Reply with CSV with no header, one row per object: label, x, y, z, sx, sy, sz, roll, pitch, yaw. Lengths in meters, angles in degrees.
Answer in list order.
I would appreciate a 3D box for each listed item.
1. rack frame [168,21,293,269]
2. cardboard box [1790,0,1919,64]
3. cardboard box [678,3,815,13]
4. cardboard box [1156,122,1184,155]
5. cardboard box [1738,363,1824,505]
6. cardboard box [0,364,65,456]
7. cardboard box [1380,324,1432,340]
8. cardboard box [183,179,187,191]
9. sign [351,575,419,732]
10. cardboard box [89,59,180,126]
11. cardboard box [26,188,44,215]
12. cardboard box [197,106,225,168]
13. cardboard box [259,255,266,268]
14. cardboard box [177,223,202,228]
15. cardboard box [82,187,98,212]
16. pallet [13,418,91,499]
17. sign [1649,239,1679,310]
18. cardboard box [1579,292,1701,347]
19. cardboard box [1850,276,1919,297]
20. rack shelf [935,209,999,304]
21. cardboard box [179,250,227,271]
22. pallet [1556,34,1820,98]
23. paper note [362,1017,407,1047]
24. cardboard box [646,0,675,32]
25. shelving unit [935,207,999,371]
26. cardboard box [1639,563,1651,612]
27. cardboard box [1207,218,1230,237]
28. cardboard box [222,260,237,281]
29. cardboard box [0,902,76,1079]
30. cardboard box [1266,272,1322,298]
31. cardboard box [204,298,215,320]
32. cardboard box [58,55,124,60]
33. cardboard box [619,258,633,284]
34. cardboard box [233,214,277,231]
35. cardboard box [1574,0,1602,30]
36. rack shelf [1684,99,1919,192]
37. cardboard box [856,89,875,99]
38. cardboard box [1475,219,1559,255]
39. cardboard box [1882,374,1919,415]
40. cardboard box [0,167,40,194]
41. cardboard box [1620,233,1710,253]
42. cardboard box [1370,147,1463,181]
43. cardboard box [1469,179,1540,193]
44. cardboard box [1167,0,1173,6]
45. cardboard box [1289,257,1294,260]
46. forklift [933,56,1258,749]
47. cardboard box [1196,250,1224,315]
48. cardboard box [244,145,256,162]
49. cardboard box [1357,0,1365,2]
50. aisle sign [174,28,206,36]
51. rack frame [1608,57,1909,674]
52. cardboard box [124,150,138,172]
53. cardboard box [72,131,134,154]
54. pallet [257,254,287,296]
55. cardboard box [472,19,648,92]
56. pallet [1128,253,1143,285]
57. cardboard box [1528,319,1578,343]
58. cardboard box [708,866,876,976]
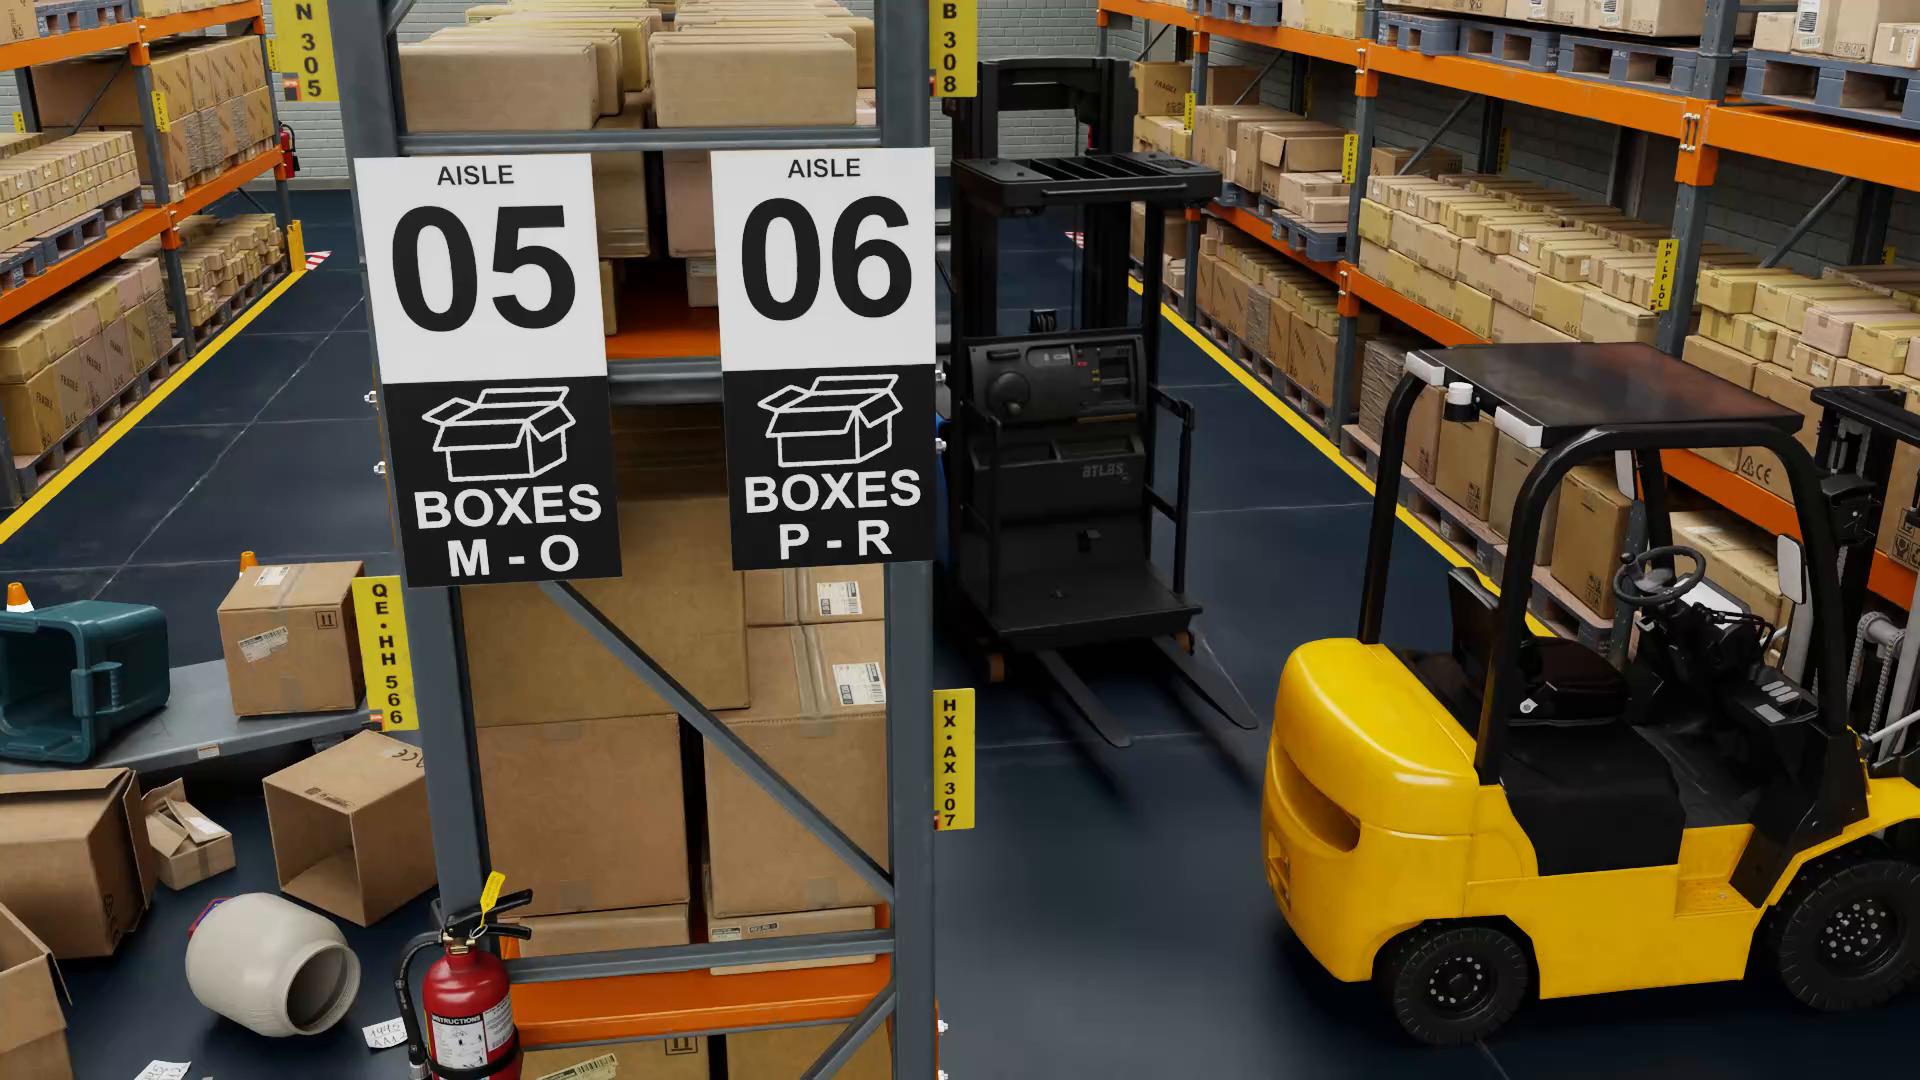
rack frame,-7.747,-4.363,17.610,1.000,3.000,0.127,-3,21,-8
cardboard box,3.657,-2.051,6.517,0.500,0.311,0.500,-2,21,-7
cardboard box,-0.594,-1.431,4.691,0.380,0.149,0.250,-2,21,-7
cardboard box,2.223,-3.920,16.214,0.500,0.250,0.500,-3,21,-8
cardboard box,3.675,-0.445,6.977,0.500,0.500,0.500,-3,21,-7
cardboard box,-6.443,-0.876,11.248,0.500,0.500,0.500,-4,21,-10
cardboard box,3.418,-1.315,12.422,0.500,0.500,0.500,-2,21,-6
cardboard box,-7.088,-3.150,14.722,0.380,0.149,0.250,-4,21,-10
sign,-1.108,0.223,3.226,0.100,0.325,0.005,-3,21,-8
cardboard box,-6.994,-3.801,14.109,0.500,0.500,0.500,-2,21,-6
cardboard box,-6.619,-2.348,11.550,0.380,0.149,0.250,-3,21,-8
cardboard box,-7.107,-3.695,15.255,0.500,0.500,0.500,-3,21,-9
cardboard box,-7.374,-2.872,17.094,0.380,0.149,0.250,-3,21,-8
cardboard box,-7.939,-3.121,16.909,0.380,0.149,0.250,-3,21,-8
cardboard box,-6.763,-2.570,12.569,0.380,0.149,0.250,-4,21,-10
pallet,-6.705,-0.557,11.406,1.003,0.211,1.213,-3,21,-8
sign,3.243,-1.219,7.651,0.100,0.325,0.005,-3,21,-8
cardboard box,3.455,-1.065,8.281,0.500,0.250,0.500,-3,21,-9
cardboard box,4.119,-1.050,7.245,0.380,0.149,0.250,-3,21,-9
rack shelf,-0.024,-1.684,9.762,0.431,0.518,0.480,-3,21,-8
cardboard box,-7.097,-2.612,15.547,0.380,0.149,0.250,-2,21,-7
pallet,3.638,-2.365,8.246,0.805,0.209,1.217,-4,21,-10
paper note,-1.955,1.679,5.677,0.142,0.019,0.148,-11,23,-26
cardboard box,-1.360,-2.219,7.198,0.500,0.250,0.500,-3,21,-9
shelving unit,-0.024,-1.041,10.002,0.431,2.100,0.503,-3,21,-8
cardboard box,3.543,0.296,7.752,0.500,0.250,0.500,-3,21,-8
cardboard box,2.474,-2.848,15.176,0.380,0.149,0.250,-3,21,-9
cardboard box,-7.128,-2.566,15.849,0.380,0.149,0.250,-3,21,-8
cardboard box,-3.315,1.581,5.263,0.637,0.503,0.797,17,27,39
cardboard box,2.717,-2.078,13.537,0.380,0.149,0.250,-4,21,-10
cardboard box,-6.943,-2.073,14.955,0.380,0.149,0.250,-2,21,-6
cardboard box,-7.585,-3.960,14.535,0.500,0.500,0.500,-4,21,-9
cardboard box,-0.957,-0.683,3.829,0.380,0.149,0.250,-2,21,-6
cardboard box,-7.419,-3.332,17.475,0.380,0.149,0.250,-3,21,-7
cardboard box,3.319,-2.641,8.328,0.380,0.149,0.250,-3,21,-8
rack shelf,4.067,-1.120,5.669,1.077,0.370,4.000,-3,21,-8
cardboard box,-0.428,-0.944,3.960,0.500,0.250,0.500,-3,21,-9
cardboard box,3.181,-1.731,9.493,0.380,0.149,0.250,-3,21,-9
cardboard box,3.720,-0.527,6.269,0.380,0.149,0.250,-4,21,-9
cardboard box,-6.619,-2.484,11.488,0.380,0.149,0.250,-2,21,-5
cardboard box,3.850,-1.584,9.101,0.380,0.149,0.250,-3,21,-8
cardboard box,3.282,-2.559,12.037,0.500,0.500,0.500,-2,21,-5
cardboard box,3.597,-2.292,10.997,0.380,0.149,0.250,-2,21,-6
cardboard box,2.188,-5.175,15.856,0.380,0.149,0.250,-3,21,-8
cardboard box,3.113,-2.469,14.585,0.380,0.149,0.250,-4,21,-10
forklift,0.562,-0.809,8.192,1.130,2.935,3.031,-6,21,-16
cardboard box,2.472,-2.361,15.223,0.500,0.500,0.500,-2,21,-5
cardboard box,-7.310,-3.885,16.690,0.380,0.149,0.250,-2,21,-6
cardboard box,2.912,-3.762,11.358,0.380,0.149,0.250,-2,21,-7
aisle sign,-8.054,-5.591,17.182,0.394,0.787,0.004,-3,21,-8
rack frame,3.778,-0.744,7.922,1.000,3.000,0.127,-3,21,-8
cardboard box,-6.917,-3.068,13.478,0.380,0.149,0.250,-2,21,-6
cardboard box,-6.919,-3.206,13.423,0.380,0.149,0.250,-2,21,-5
pallet,-7.653,-2.747,17.269,1.003,0.211,1.213,-3,21,-8
cardboard box,-0.937,-1.140,3.914,0.380,0.149,0.250,-3,21,-7
pallet,2.348,-2.869,17.596,1.003,0.211,1.213,-3,21,-8
cardboard box,3.369,-1.009,8.845,0.500,0.250,0.500,-3,21,-8
cardboard box,-0.400,0.882,3.927,0.380,0.149,0.250,-3,21,-8
